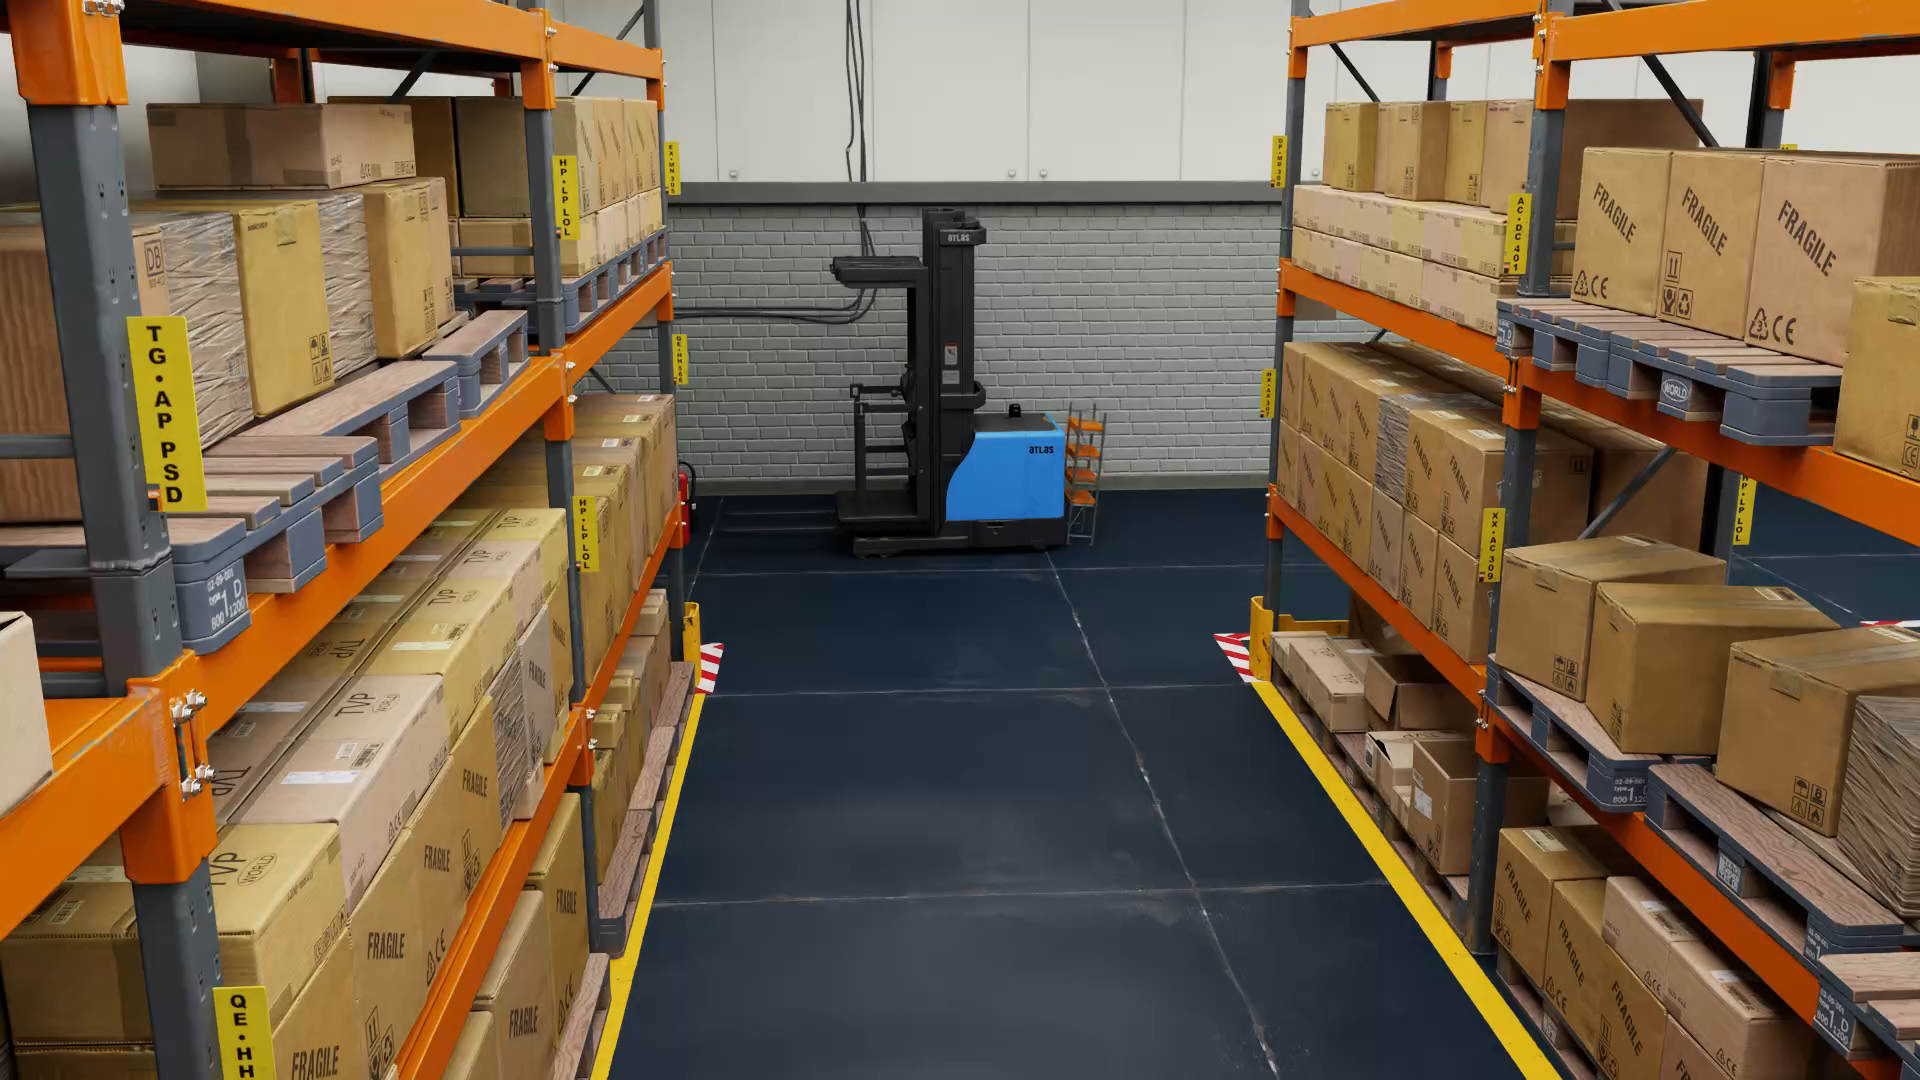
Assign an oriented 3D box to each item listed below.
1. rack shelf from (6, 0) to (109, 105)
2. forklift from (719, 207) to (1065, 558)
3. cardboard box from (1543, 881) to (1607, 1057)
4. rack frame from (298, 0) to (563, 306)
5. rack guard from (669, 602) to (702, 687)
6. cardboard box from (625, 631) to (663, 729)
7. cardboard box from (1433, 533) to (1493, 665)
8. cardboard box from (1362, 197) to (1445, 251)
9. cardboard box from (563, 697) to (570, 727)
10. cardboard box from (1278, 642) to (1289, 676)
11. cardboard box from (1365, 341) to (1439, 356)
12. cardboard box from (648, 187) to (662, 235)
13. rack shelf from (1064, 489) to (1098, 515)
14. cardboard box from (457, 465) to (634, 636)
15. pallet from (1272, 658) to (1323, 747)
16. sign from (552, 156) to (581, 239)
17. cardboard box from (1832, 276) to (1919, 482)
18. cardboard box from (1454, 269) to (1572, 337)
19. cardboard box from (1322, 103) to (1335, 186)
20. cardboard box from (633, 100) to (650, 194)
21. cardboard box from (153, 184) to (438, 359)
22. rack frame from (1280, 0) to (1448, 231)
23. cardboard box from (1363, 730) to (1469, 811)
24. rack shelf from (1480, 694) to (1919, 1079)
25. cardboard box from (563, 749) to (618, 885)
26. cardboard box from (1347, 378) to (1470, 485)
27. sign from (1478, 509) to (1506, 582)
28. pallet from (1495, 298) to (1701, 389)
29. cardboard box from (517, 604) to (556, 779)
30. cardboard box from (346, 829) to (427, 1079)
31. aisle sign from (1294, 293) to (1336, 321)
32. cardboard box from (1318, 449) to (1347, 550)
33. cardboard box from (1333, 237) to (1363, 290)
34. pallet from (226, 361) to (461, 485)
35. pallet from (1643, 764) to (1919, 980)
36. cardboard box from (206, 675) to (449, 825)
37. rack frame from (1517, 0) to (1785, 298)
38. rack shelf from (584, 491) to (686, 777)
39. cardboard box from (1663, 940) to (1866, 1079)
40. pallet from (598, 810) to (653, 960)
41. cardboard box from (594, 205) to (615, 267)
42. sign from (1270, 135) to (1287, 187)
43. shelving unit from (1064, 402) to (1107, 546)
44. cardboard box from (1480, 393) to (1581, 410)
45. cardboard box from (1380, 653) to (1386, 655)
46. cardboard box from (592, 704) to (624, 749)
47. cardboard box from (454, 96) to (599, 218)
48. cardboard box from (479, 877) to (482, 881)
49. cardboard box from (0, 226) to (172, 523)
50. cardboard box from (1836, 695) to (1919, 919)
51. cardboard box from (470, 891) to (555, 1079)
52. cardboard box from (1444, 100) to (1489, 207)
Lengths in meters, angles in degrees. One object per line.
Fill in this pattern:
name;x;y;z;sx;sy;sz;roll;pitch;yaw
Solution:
rack shelf;-1.732;-0.361;0.617;1.077;0.370;4.000;-1;14;-3
forklift;-0.623;-1.404;14.601;3.031;2.935;1.130;-1;14;-6
cardboard box;2.671;1.687;6.585;0.500;0.500;0.500;-1;14;-3
rack frame;-2.104;-2.395;6.277;1.000;3.000;0.127;-1;14;-3
rack guard;-2.353;0.720;11.226;1.175;0.500;0.348;-1;14;-3
cardboard box;-2.177;0.819;9.996;0.700;0.500;0.500;-1;14;-4
cardboard box;2.553;0.264;7.781;0.500;0.500;0.500;-1;14;-3
cardboard box;2.453;-1.680;8.812;0.500;0.250;0.500;-1;14;-3
cardboard box;-1.800;0.702;6.744;0.380;0.149;0.250;-1;14;-3
cardboard box;2.291;0.768;10.823;0.380;0.166;0.250;-1;14;-3
cardboard box;2.894;-0.988;10.641;0.500;0.500;0.500;-1;14;-4
cardboard box;-2.041;-1.939;9.779;0.500;0.250;0.500;0;14;-2
rack shelf;1.065;-0.339;14.960;0.258;0.148;0.480;3;14;-7
cardboard box;-2.161;0.048;8.218;0.980;0.700;0.700;-1;14;-5
pallet;2.647;1.006;10.695;1.003;0.211;1.213;-1;14;-3
sign;-1.563;-1.356;6.589;0.100;0.325;0.005;-1;14;-3
cardboard box;2.964;-0.438;4.488;0.910;0.500;0.500;-1;14;-3
cardboard box;2.545;-1.064;7.424;0.500;0.250;0.500;-1;14;-3
cardboard box;2.641;-2.420;10.185;0.700;0.500;0.500;-1;14;-3
cardboard box;-2.014;-2.177;9.202;0.500;0.500;0.500;0;14;-2
cardboard box;-2.060;-0.846;5.192;0.700;0.500;0.500;-1;14;-4
rack frame;2.592;-3.468;10.444;1.000;3.000;0.127;-1;14;-3
cardboard box;2.475;1.198;8.864;0.500;0.311;0.500;-1;14;-3
rack shelf;2.964;1.278;5.482;1.077;0.370;4.000;-1;14;-3
cardboard box;-2.048;1.330;8.013;0.700;0.500;0.500;-1;14;-3
cardboard box;2.455;-0.600;9.130;0.500;0.500;0.500;-1;14;-4
sign;2.299;0.024;7.178;0.100;0.325;0.005;-1;14;-3
pallet;2.811;-0.766;6.341;1.213;0.211;1.003;-1;14;-3
cardboard box;-1.782;0.545;6.049;0.500;0.500;0.500;-1;14;-3
cardboard box;-1.654;1.047;4.098;0.500;0.500;0.500;0;14;-2
aisle sign;2.295;-1.834;10.916;0.394;0.787;0.004;-1;14;-3
cardboard box;2.422;-0.243;9.751;0.500;0.500;0.500;-1;14;-4
cardboard box;2.421;-1.562;9.358;0.500;0.250;0.500;-1;14;-3
pallet;-2.021;-0.294;4.508;1.003;0.211;1.213;0;14;-1
pallet;2.963;1.037;5.363;1.003;0.211;1.213;-1;14;-3
cardboard box;-1.696;0.565;4.470;0.500;0.250;0.500;-1;14;-3
rack frame;2.840;-2.473;6.578;1.000;3.000;0.127;-1;14;-3
rack shelf;-2.228;0.361;9.047;1.077;0.370;4.000;-1;14;-3
cardboard box;2.721;1.564;5.555;0.500;0.250;0.500;-1;14;-4
pallet;-2.073;1.670;8.112;1.003;0.211;1.213;-1;14;-3
cardboard box;-1.901;-1.425;7.782;0.500;0.250;0.500;-1;14;-5
sign;2.051;-2.430;10.676;0.100;0.325;0.005;-1;14;-3
shelving unit;1.087;-0.596;14.896;0.258;1.200;0.503;3;14;-7
cardboard box;3.028;-0.478;8.656;0.500;0.500;0.500;-1;14;-5
cardboard box;2.807;0.830;10.582;0.380;0.166;0.250;-1;14;-3
cardboard box;-1.887;0.927;8.274;0.380;0.149;0.250;0;14;-2
cardboard box;-1.868;-1.667;7.217;0.500;0.500;0.500;-1;14;-4
cardboard box;-1.765;1.018;5.513;0.380;0.149;0.250;-1;14;-5
cardboard box;-1.943;-0.327;3.174;0.700;0.500;0.500;-2;15;-8
cardboard box;3.070;0.790;4.892;0.700;0.500;0.500;2;15;7
cardboard box;-1.876;1.728;5.761;0.750;0.750;0.750;0;14;-2
cardboard box;2.845;-1.924;8.257;0.700;0.500;0.500;-1;14;-3
